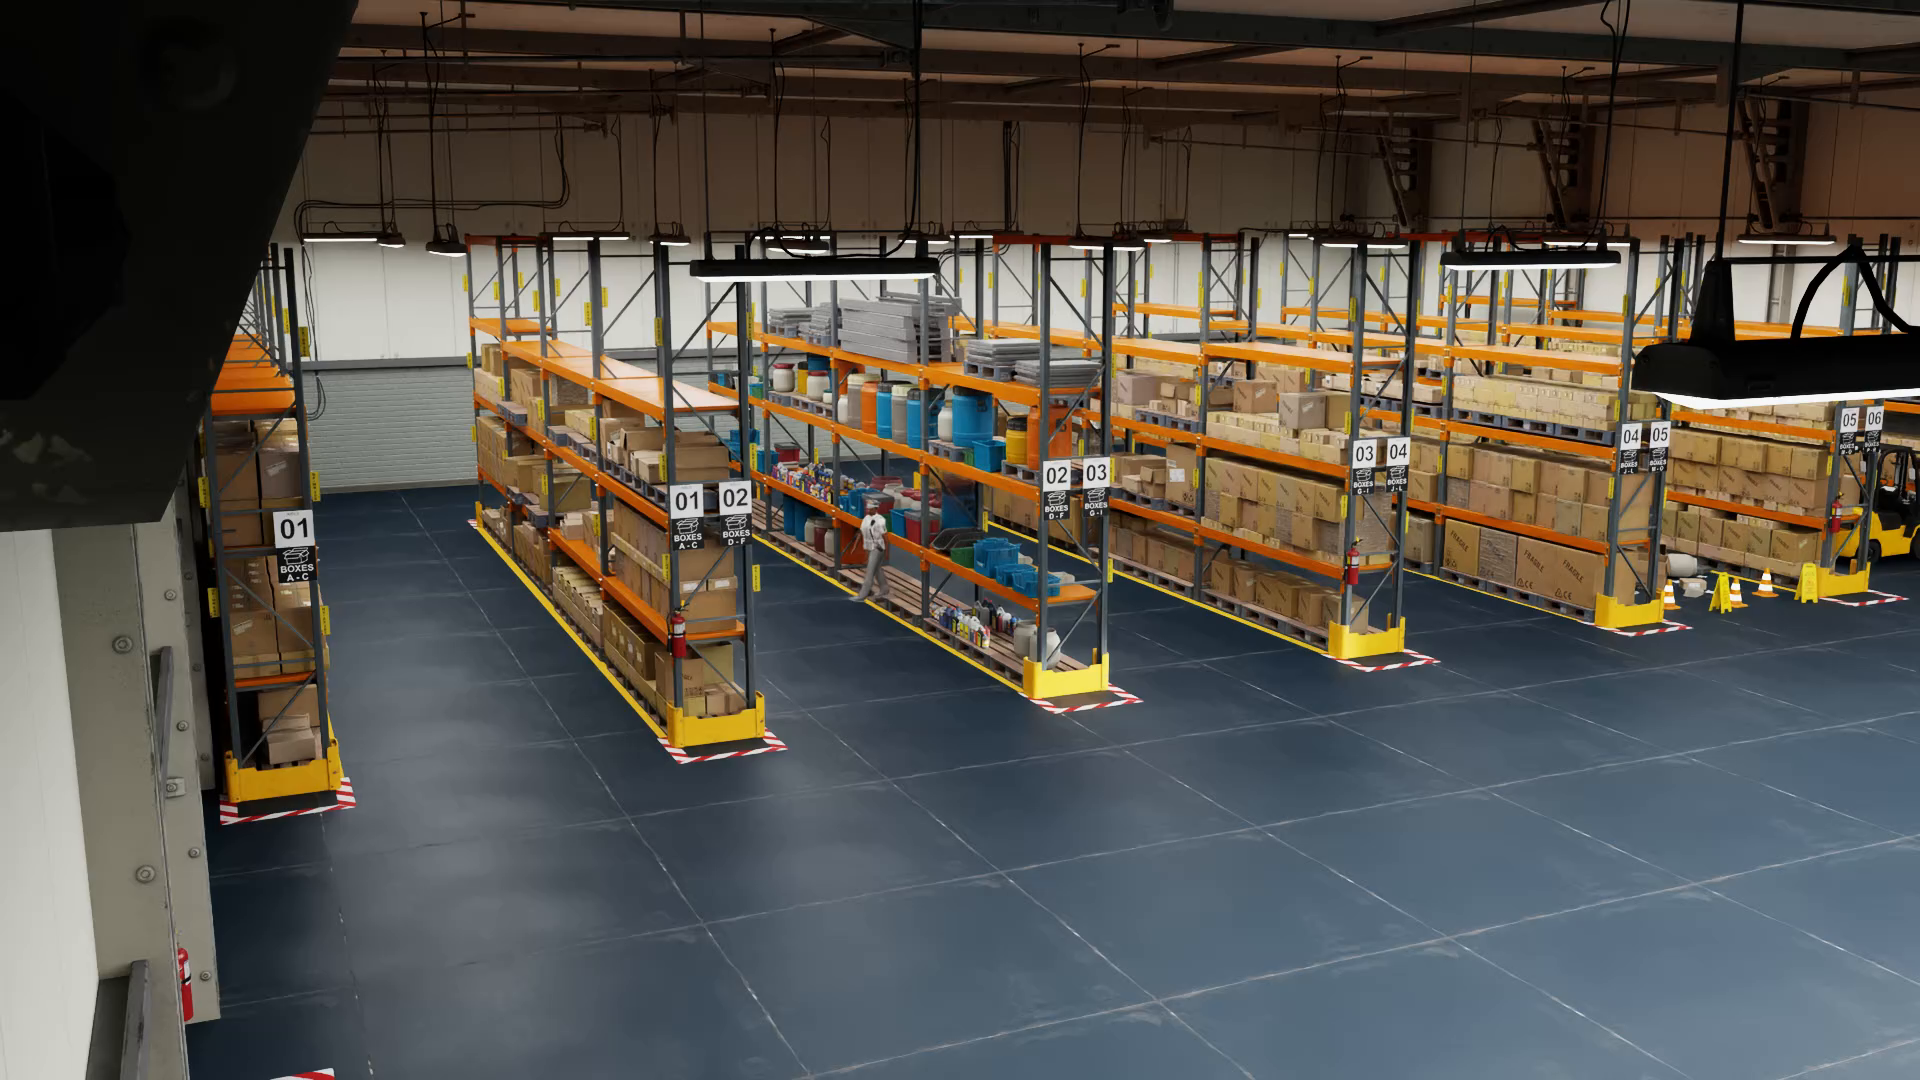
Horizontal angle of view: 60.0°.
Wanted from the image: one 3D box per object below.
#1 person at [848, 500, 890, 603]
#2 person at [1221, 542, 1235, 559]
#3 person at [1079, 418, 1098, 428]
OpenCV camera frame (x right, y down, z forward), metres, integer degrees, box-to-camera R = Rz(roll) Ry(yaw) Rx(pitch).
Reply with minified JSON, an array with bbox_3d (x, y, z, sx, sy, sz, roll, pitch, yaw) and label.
[{"bbox_3d":[-1.434,0.162,26.343,0.861,1.646,0.474,-9,14,-38],"label":"person"},{"bbox_3d":[5.014,-0.351,30.928,0.622,1.654,0.578,-5,12,-25],"label":"person"},{"bbox_3d":[3.465,-3.046,44.721,1.097,1.556,0.573,4,12,22],"label":"person"}]
